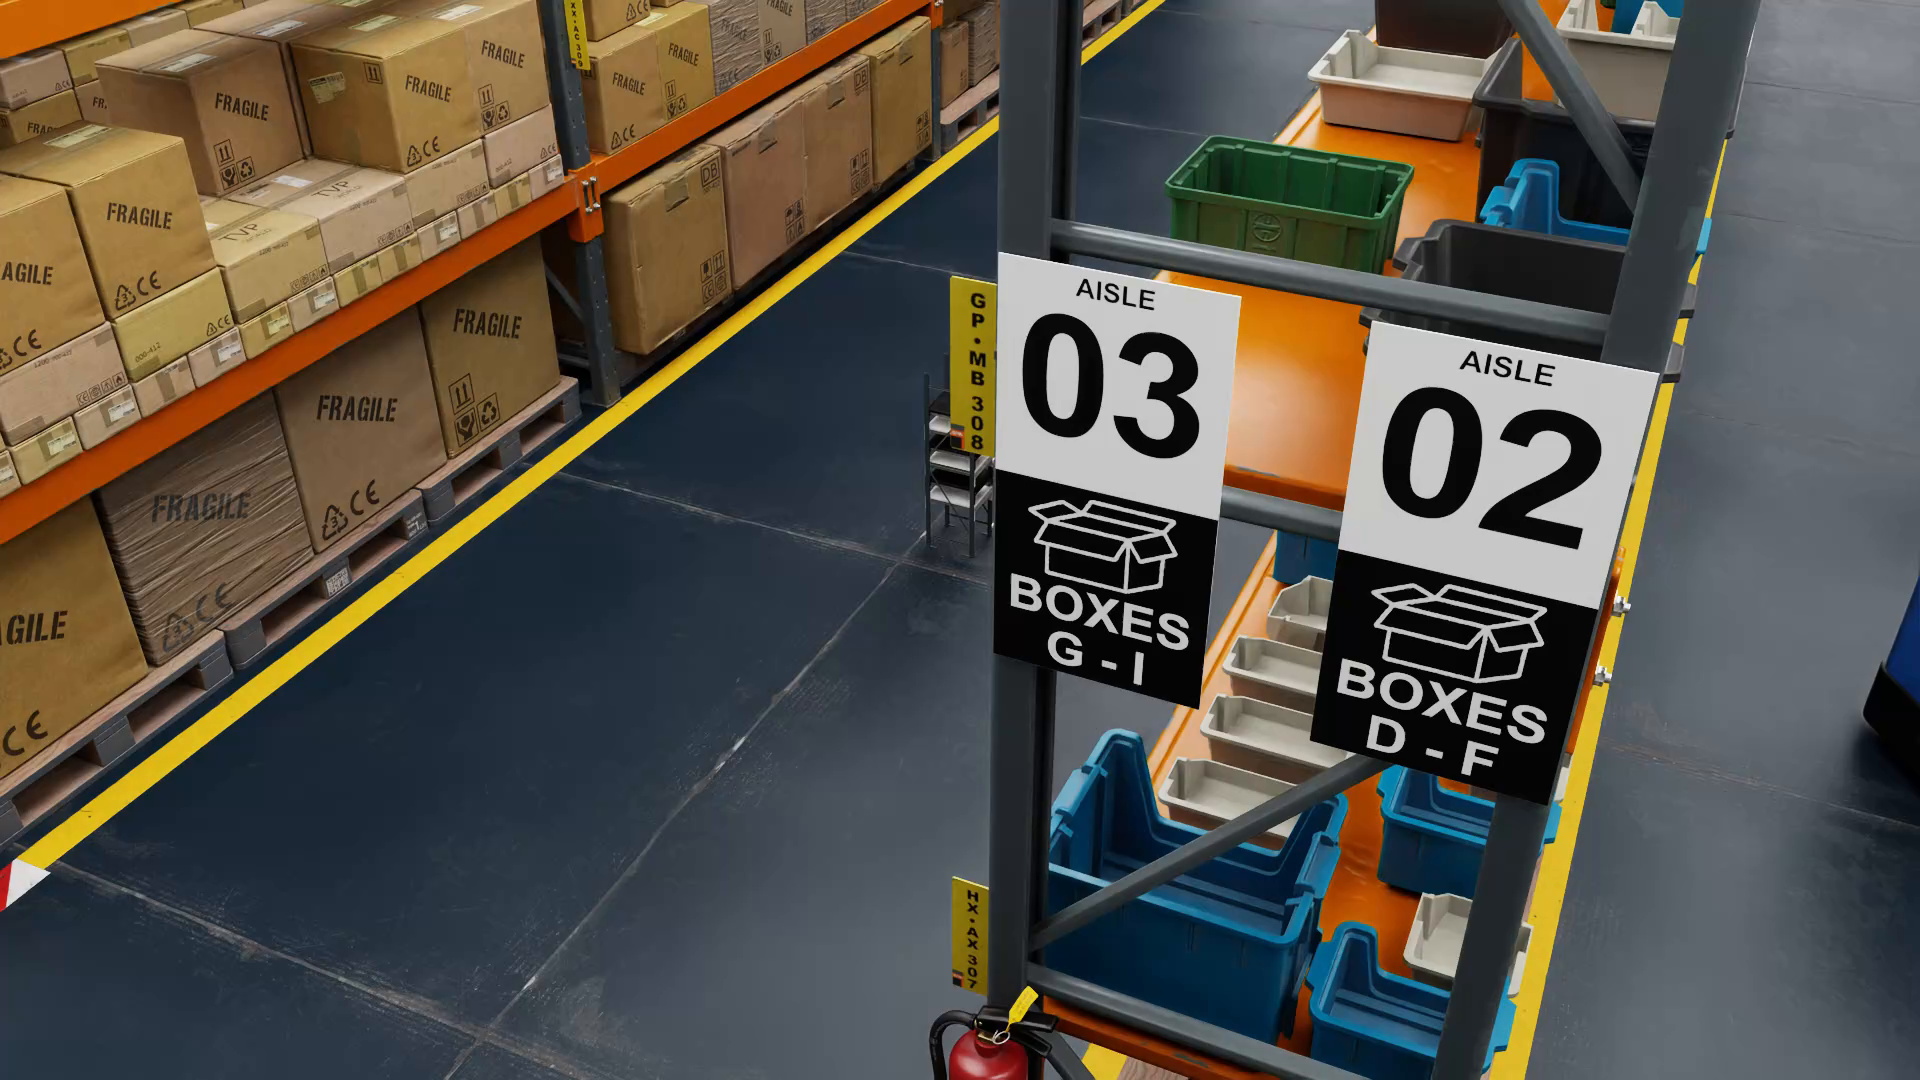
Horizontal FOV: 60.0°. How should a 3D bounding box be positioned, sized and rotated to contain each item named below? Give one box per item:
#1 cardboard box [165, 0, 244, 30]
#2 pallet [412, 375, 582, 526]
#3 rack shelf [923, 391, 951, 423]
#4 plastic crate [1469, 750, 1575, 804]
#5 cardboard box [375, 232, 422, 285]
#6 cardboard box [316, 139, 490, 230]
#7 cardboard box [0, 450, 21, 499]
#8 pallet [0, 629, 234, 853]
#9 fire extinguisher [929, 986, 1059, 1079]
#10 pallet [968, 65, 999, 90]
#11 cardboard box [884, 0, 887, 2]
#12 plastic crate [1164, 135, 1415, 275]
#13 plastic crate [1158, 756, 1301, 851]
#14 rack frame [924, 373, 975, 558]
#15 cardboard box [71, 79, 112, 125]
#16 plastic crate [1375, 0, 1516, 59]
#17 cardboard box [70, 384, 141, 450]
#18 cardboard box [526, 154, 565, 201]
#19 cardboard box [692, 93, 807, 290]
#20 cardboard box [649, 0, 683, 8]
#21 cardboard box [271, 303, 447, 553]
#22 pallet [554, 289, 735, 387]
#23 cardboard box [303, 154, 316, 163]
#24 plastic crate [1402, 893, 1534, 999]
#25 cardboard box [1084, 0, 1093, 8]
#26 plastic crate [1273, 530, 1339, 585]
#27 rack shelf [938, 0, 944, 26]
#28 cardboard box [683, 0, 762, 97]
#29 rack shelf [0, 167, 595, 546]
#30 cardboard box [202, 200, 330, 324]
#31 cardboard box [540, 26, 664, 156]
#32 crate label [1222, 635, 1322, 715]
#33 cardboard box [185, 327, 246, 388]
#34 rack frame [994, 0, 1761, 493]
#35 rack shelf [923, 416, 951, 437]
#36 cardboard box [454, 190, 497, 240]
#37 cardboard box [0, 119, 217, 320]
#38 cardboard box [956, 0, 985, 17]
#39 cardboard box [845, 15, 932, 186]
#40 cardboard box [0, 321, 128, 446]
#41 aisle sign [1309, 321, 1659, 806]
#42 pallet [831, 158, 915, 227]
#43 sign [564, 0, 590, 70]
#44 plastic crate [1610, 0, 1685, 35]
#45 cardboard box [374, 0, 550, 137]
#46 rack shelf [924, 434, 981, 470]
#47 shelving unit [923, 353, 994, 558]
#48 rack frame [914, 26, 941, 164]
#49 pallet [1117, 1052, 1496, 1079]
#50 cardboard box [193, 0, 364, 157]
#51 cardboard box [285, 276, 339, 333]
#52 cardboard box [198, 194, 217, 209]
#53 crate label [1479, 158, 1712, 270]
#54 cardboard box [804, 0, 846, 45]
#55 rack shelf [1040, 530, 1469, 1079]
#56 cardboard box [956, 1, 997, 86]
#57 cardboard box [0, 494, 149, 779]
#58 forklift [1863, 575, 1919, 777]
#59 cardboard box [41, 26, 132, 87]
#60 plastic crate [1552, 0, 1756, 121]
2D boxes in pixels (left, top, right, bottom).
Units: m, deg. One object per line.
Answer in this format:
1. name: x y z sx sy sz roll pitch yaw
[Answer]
1. cardboard box: -5.554 -3.808 12.034 0.500 0.250 0.500 15 36 22
2. pallet: -2.678 -0.561 8.413 1.003 0.211 1.213 14 36 20
3. rack shelf: -0.003 -0.570 7.367 0.258 0.077 0.200 14 36 20
4. plastic crate: 1.432 0.600 4.285 0.250 0.136 0.298 14 36 20
5. cardboard box: -2.549 -1.243 7.139 0.380 0.149 0.250 15 36 21
6. cardboard box: -2.449 -1.611 7.337 0.500 0.250 0.500 15 36 22
7. cardboard box: -3.408 -0.220 5.579 0.380 0.149 0.250 14 36 20
8. pallet: -3.699 0.654 6.560 1.003 0.211 1.213 14 36 20
9. fire extinguisher: 0.060 1.200 3.595 0.296 0.674 0.183 14 36 20
10. pallet: 0.225 -3.908 13.518 1.003 0.211 1.213 14 36 20
11. cardboard box: -0.597 -3.819 10.748 0.500 0.500 0.500 15 36 22
12. plastic crate: 0.690 -0.682 3.512 0.450 0.188 0.336 14 36 20
13. plastic crate: 0.713 0.678 4.166 0.396 0.136 0.243 14 36 20
14. rack frame: -0.046 -0.322 7.420 0.240 0.900 0.006 14 36 20
15. cardboard box: -5.982 -2.977 11.452 0.500 0.500 0.500 16 36 23
16. plastic crate: 1.441 -1.595 4.831 0.497 0.269 0.590 14 36 20
17. cardboard box: -3.193 -0.477 5.972 0.380 0.149 0.250 14 36 20
18. cardboard box: -2.119 -1.756 7.921 0.380 0.149 0.250 14 36 21
19. cardboard box: -1.666 -2.143 9.838 1.225 0.875 0.875 13 35 19
20. cardboard box: -1.731 -3.208 8.901 0.797 0.503 0.637 15 36 21
21. cardboard box: -3.014 -0.616 7.509 0.875 0.875 0.875 14 36 20
22. pallet: -2.034 -1.323 9.575 1.003 0.211 1.213 14 36 20
23. cardboard box: -2.936 -1.729 7.517 0.500 0.250 0.500 14 36 20
24. plastic crate: 1.148 0.938 3.770 0.250 0.136 0.298 14 36 20
25. cardboard box: 0.782 -4.910 14.381 0.700 0.500 0.500 11 35 17
26. plastic crate: 1.163 0.004 5.106 0.416 0.233 0.300 14 36 20
27. rack shelf: 0.221 -4.775 12.953 1.077 0.370 4.000 14 36 20
28. cardboard box: -1.450 -2.801 9.195 0.500 0.500 0.500 13 36 19
29. rack shelf: -3.126 -0.791 6.877 1.077 0.370 4.000 14 36 20
30. cardboard box: -2.878 -1.105 6.566 0.500 0.250 0.500 13 36 20
31. cardboard box: -1.869 -2.301 8.433 0.500 0.500 0.500 14 36 21
32. crate label: 0.942 0.393 4.601 0.396 0.136 0.243 14 36 20
33. cardboard box: -2.978 -0.733 6.361 0.380 0.149 0.250 14 36 20
34. rack frame: 0.536 -1.468 1.782 1.000 3.000 0.127 14 36 20
35. rack shelf: -0.003 -0.495 7.417 0.258 0.077 0.200 14 36 20
36. cardboard box: -2.334 -1.500 7.531 0.380 0.149 0.250 14 36 20
37. cardboard box: -3.096 -1.156 5.960 0.500 0.500 0.500 13 35 19
38. cardboard box: -0.150 -4.139 12.522 0.500 0.250 0.500 18 37 26
39. cardboard box: -0.923 -3.028 11.187 1.225 0.875 0.875 13 35 18
40. cardboard box: -3.305 -0.595 5.787 0.500 0.250 0.500 14 36 20
41. aisle sign: 0.776 0.058 2.556 0.394 0.787 0.004 14 36 20
42. pallet: -1.014 -2.538 11.429 1.003 0.211 1.213 14 36 20
43. sign: -1.784 -2.356 7.746 0.100 0.325 0.005 14 36 20
44. plastic crate: 2.119 -1.609 4.886 0.416 0.233 0.300 14 36 20
45. cardboard box: -2.238 -2.173 7.510 0.500 0.500 0.500 15 36 22
46. rack shelf: -0.003 -0.420 7.466 0.258 0.077 0.200 14 36 20
47. shelving unit: -0.003 -0.372 7.497 0.258 0.900 0.210 14 36 20
48. rack frame: -0.615 -4.080 11.237 1.000 3.000 0.127 14 36 20
49. pallet: 0.917 1.805 4.805 1.003 0.211 1.213 14 36 20
50. cardboard box: -2.934 -2.040 7.307 0.500 0.500 0.500 14 36 20
51. cardboard box: -2.764 -0.989 6.752 0.380 0.149 0.250 15 36 21
52. cardboard box: -3.361 -1.226 6.749 0.500 0.250 0.500 14 36 21
53. crate label: 1.216 -0.537 3.233 0.408 0.251 0.502 14 36 20
54. cardboard box: -1.025 -3.313 9.975 0.500 0.500 0.500 13 35 19
55. rack shelf: 1.373 0.345 5.144 1.077 0.370 4.000 14 36 20
56. cardboard box: -0.133 -3.836 12.743 0.700 0.500 0.500 11 35 17
57. cardboard box: -3.767 0.280 6.142 0.875 0.875 0.875 14 36 20
58. forklift: 5.123 -0.351 5.613 3.031 2.935 1.130 -5 34 -7
59. cardboard box: -5.982 -3.293 11.249 0.500 0.250 0.500 15 36 22
60. plastic crate: 1.744 -1.197 4.213 0.437 0.282 0.530 14 36 20
